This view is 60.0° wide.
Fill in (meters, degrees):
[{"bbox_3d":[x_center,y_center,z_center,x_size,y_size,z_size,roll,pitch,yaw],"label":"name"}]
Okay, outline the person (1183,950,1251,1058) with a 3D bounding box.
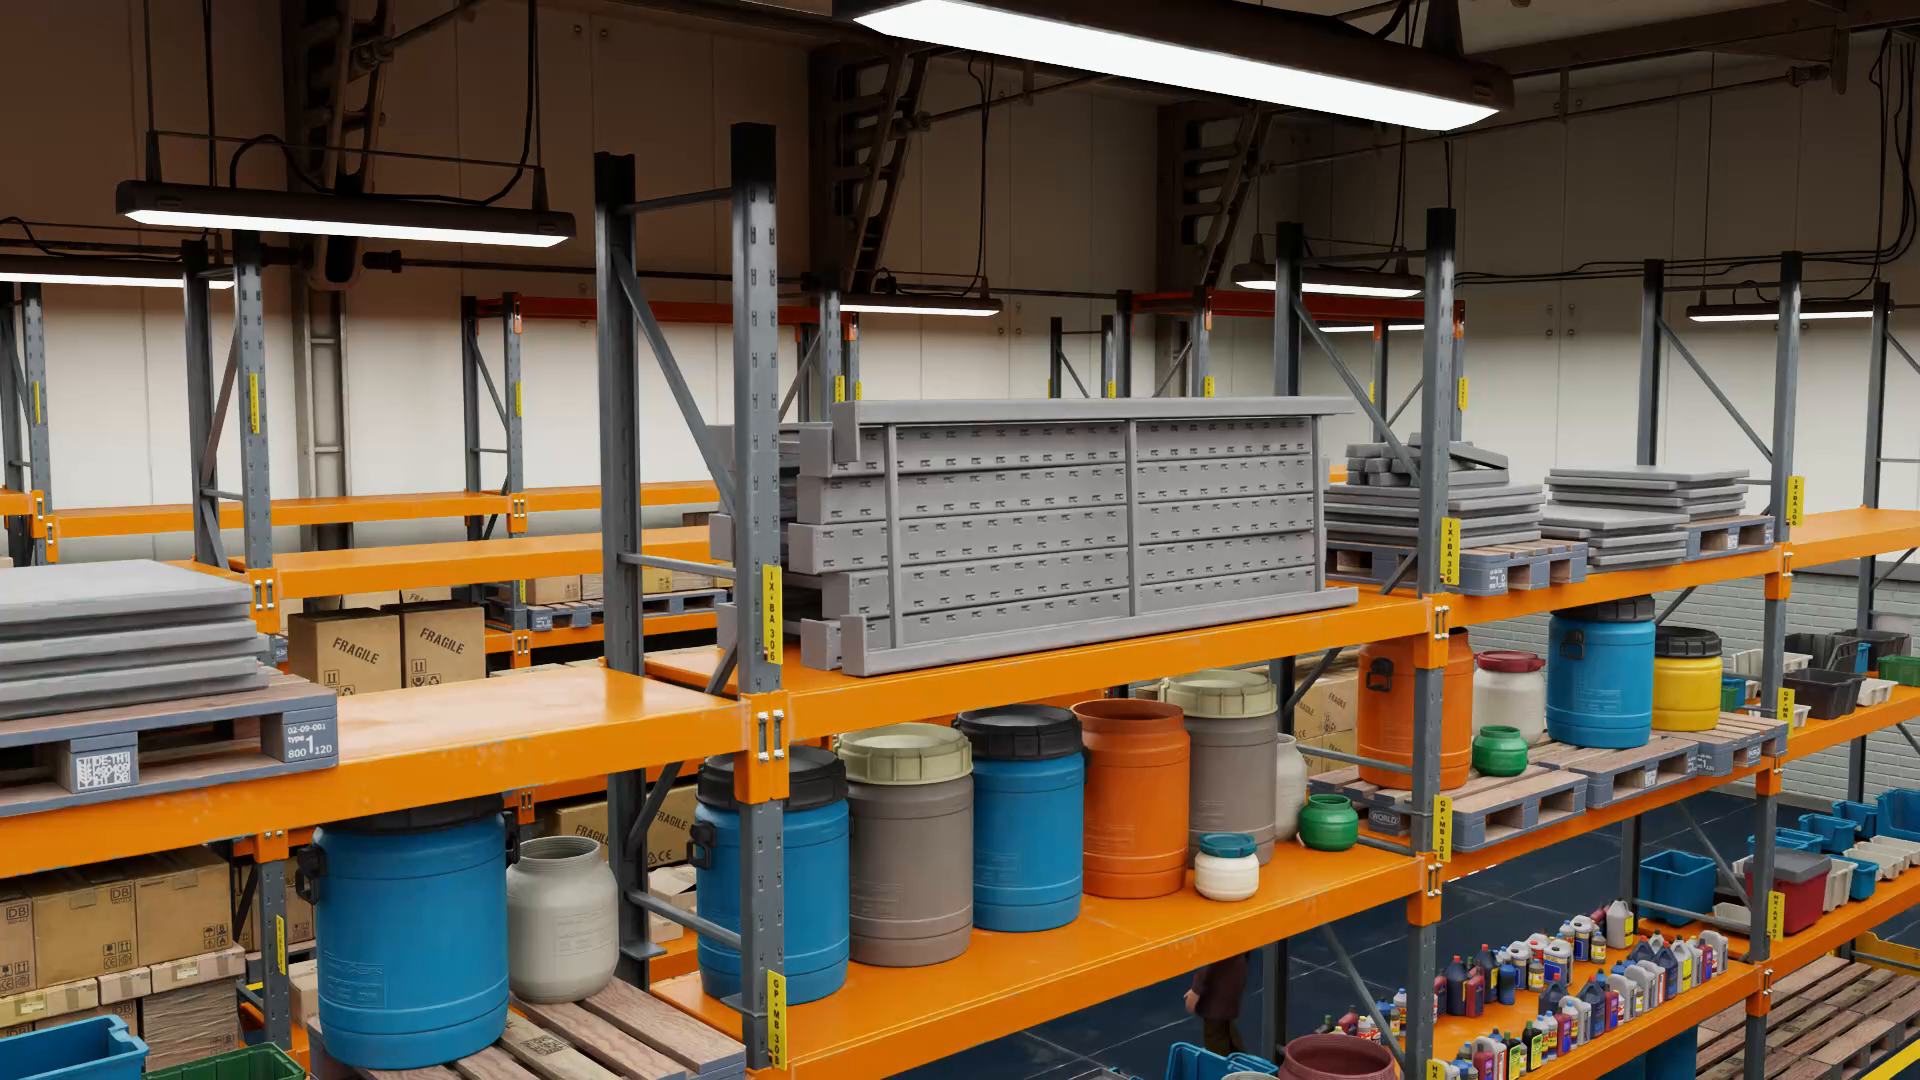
[{"bbox_3d":[1.868,3.163,11.884,0.443,1.799,0.663,3,6,26],"label":"person"}]
